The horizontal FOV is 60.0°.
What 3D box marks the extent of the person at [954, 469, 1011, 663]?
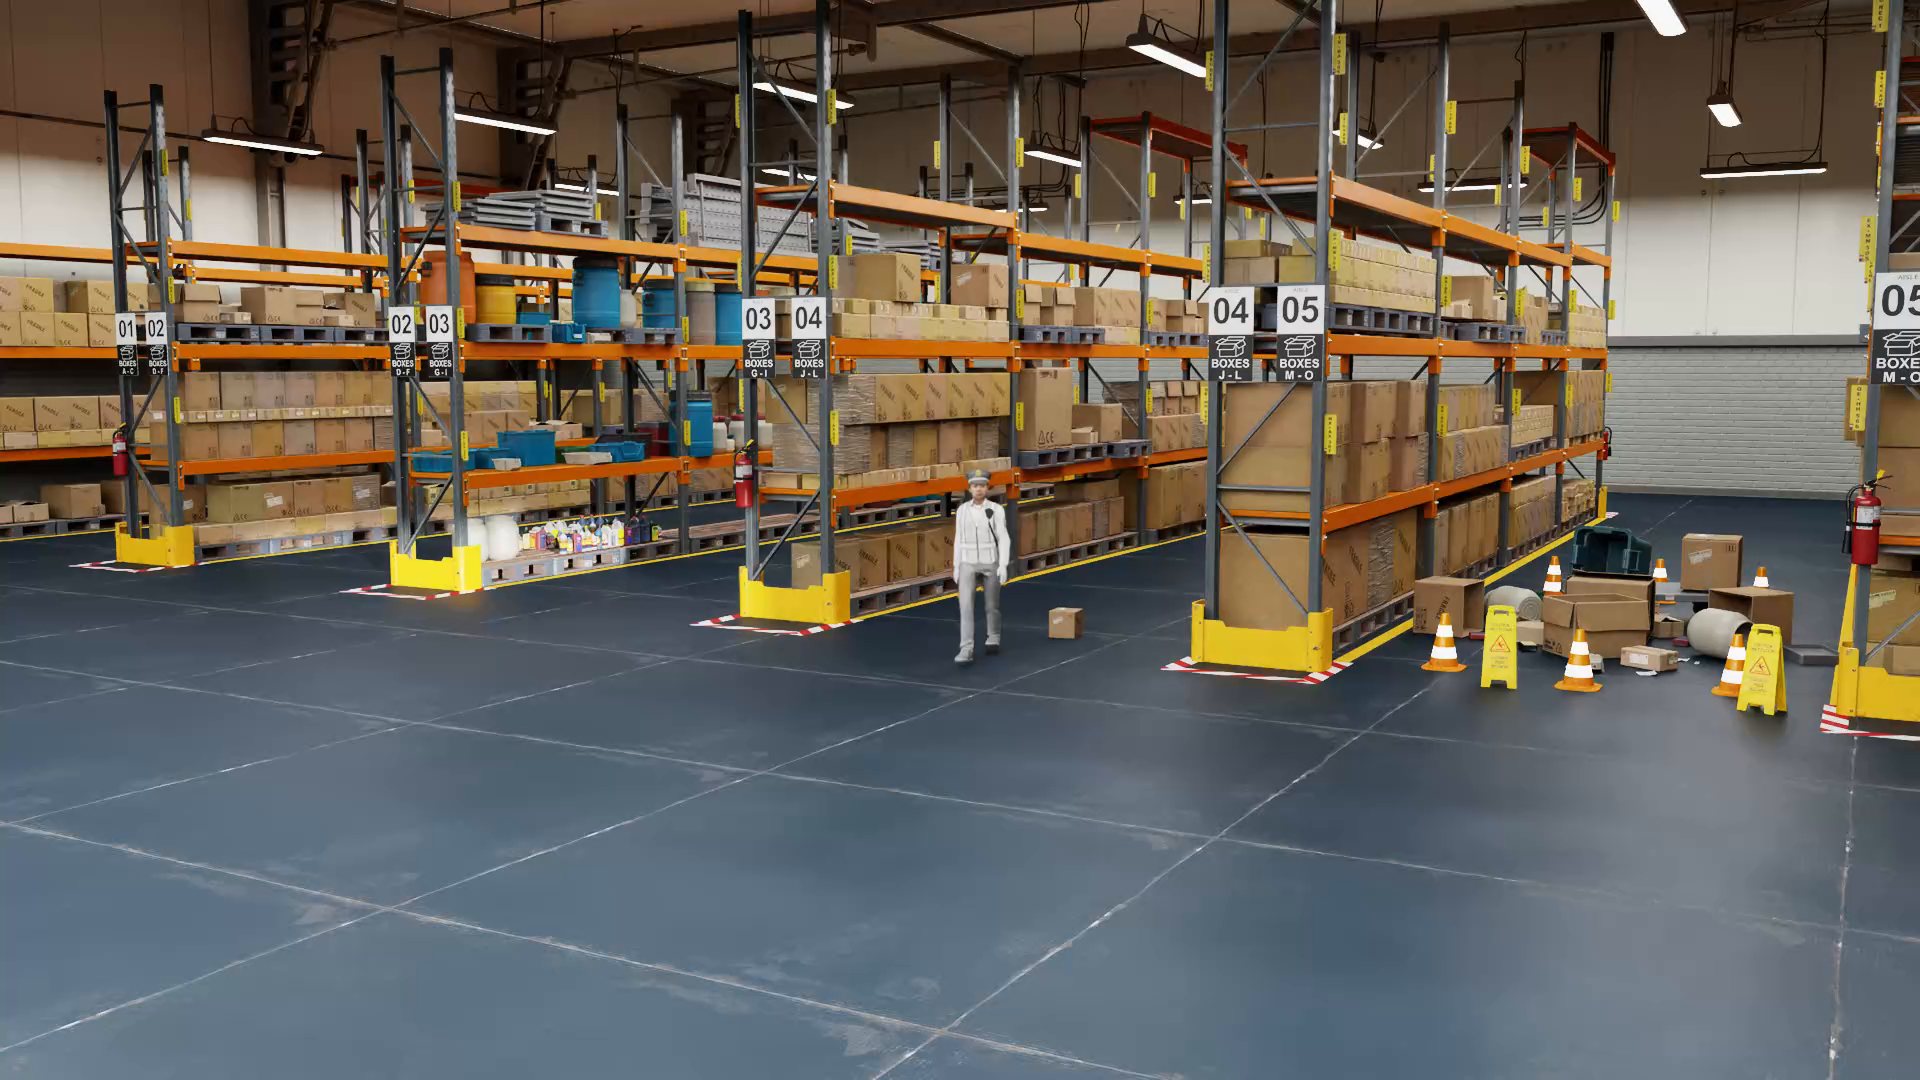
[{"bbox_3d":[0.183,0.201,14.334,0.508,1.631,1.045,1,6,5],"label":"person"}]
